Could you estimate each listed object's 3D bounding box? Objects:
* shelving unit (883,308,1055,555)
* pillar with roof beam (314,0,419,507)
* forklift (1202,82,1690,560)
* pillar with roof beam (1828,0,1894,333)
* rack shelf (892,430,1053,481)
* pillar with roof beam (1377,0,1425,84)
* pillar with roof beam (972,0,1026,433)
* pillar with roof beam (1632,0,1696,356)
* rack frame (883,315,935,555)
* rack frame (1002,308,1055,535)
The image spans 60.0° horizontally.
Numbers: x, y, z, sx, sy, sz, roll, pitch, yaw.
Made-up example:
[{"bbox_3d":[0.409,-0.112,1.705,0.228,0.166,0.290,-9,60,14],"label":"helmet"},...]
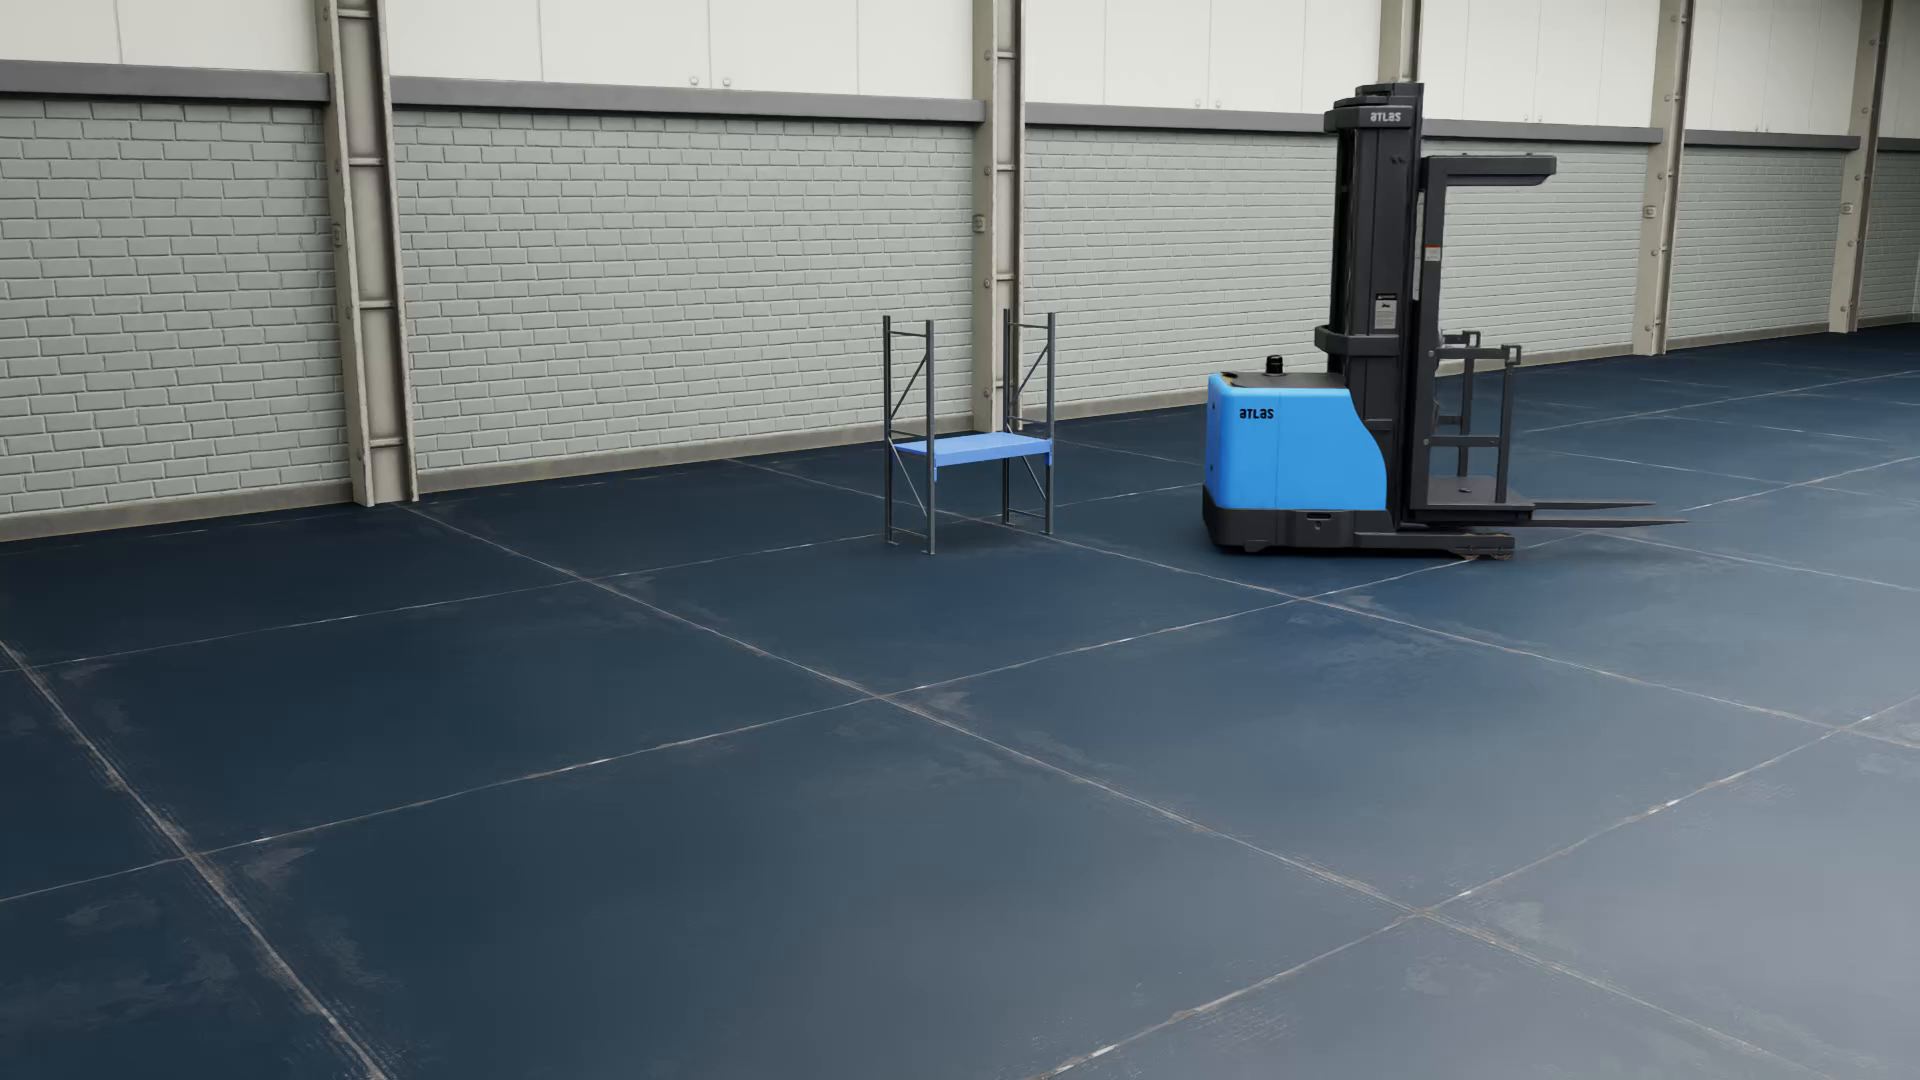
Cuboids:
[{"bbox_3d":[0.067,-0.745,11.025,1.048,1.500,0.538,-9,15,-38],"label":"shelving unit"},{"bbox_3d":[-1.634,-4.000,8.301,0.400,9.000,9.100,-9,15,-38],"label":"pillar with roof beam"},{"bbox_3d":[3.171,-1.420,10.762,3.031,2.935,1.130,1,12,3],"label":"forklift"},{"bbox_3d":[17.106,-7.114,22.967,0.400,9.000,9.100,-9,15,-38],"label":"pillar with roof beam"},{"bbox_3d":[0.067,-0.569,11.062,1.000,0.185,0.538,-9,15,-38],"label":"rack shelf"},{"bbox_3d":[7.736,-5.557,15.634,0.400,9.000,9.100,-9,15,-38],"label":"pillar with roof beam"},{"bbox_3d":[3.051,-4.778,11.967,0.400,9.000,9.100,-9,15,-38],"label":"pillar with roof beam"},{"bbox_3d":[12.421,-6.335,19.300,0.400,9.000,9.100,-9,15,-38],"label":"pillar with roof beam"},{"bbox_3d":[-0.330,-0.679,10.714,0.032,1.500,0.500,-9,15,-38],"label":"rack frame"},{"bbox_3d":[0.464,-0.811,11.336,0.032,1.500,0.500,-9,15,-38],"label":"rack frame"}]
